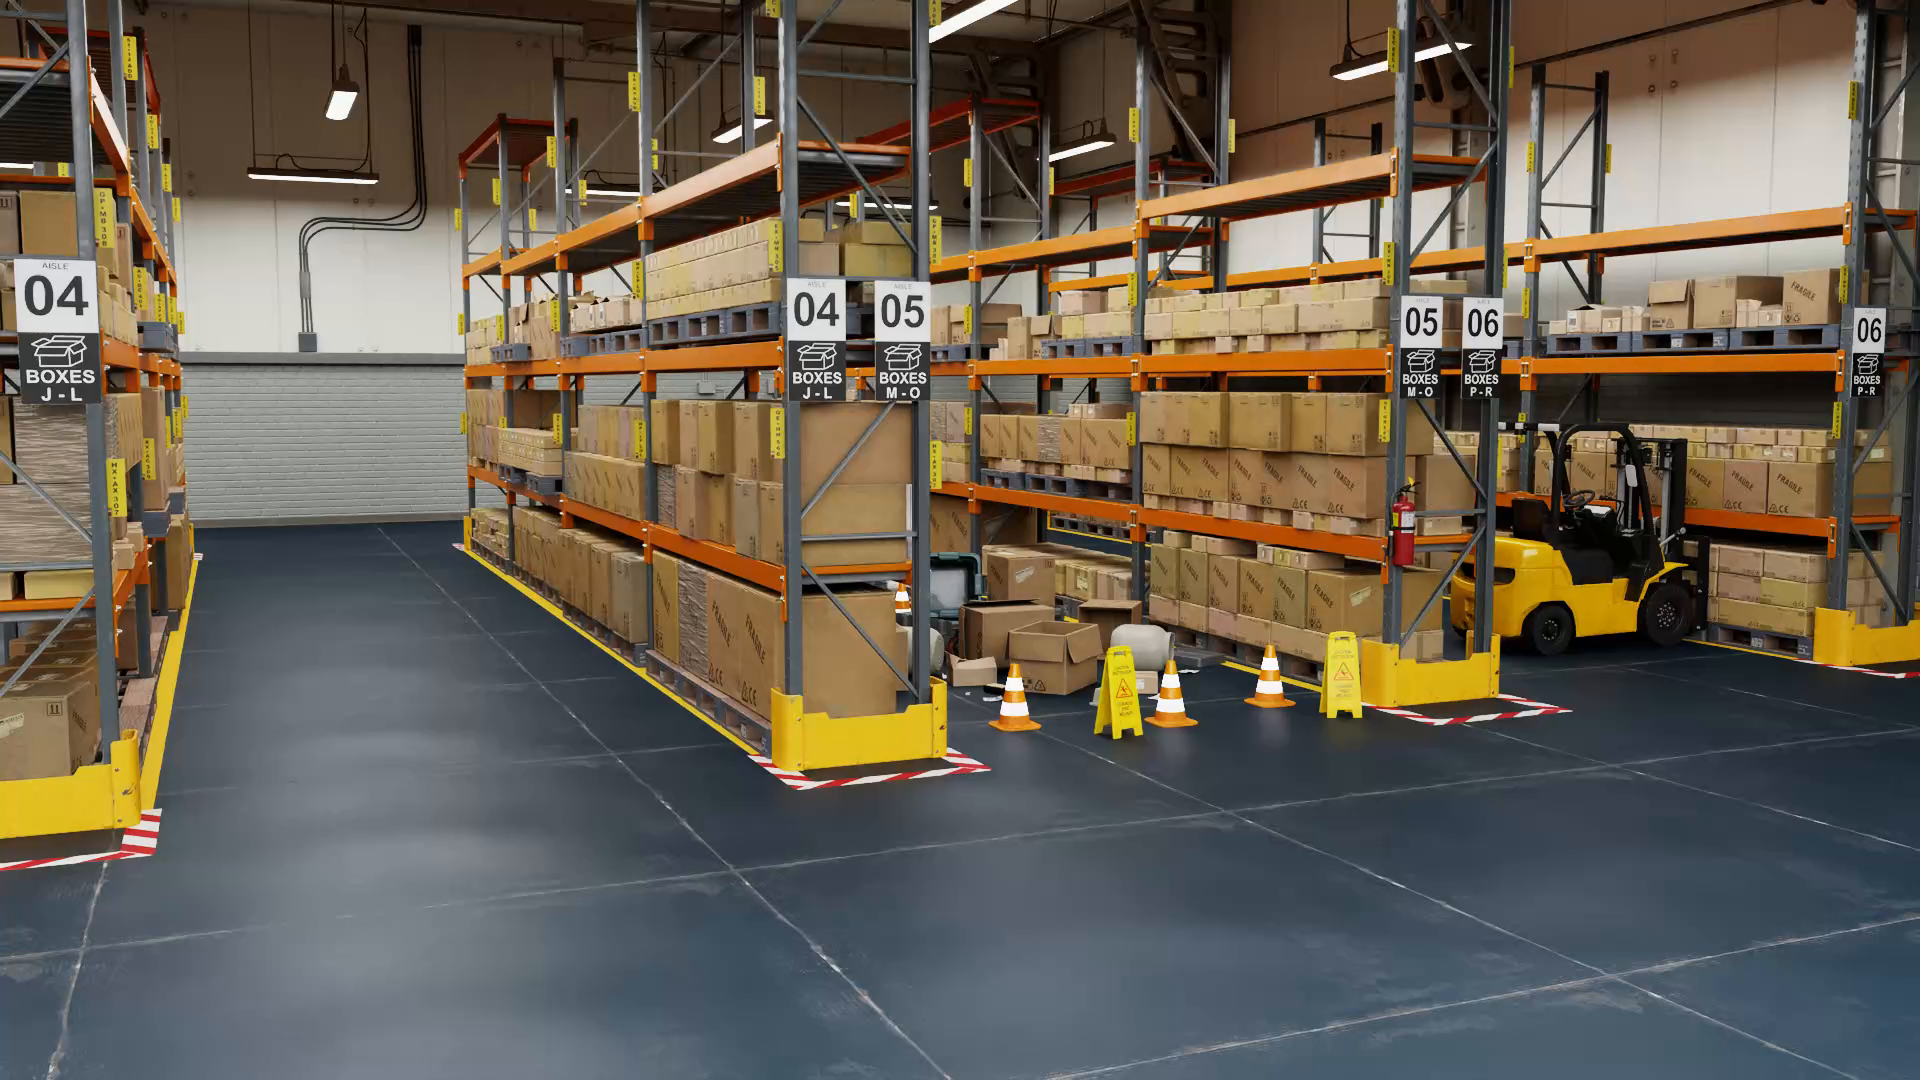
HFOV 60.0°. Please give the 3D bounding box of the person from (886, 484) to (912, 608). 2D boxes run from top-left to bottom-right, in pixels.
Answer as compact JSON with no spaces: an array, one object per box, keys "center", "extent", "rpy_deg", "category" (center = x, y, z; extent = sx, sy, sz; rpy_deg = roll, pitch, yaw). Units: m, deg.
[{"center":[-0.704,-0.107,18.594],"extent":[0.576,1.794,0.426],"rpy_deg":[-2,6,-24],"category":"person"}]
